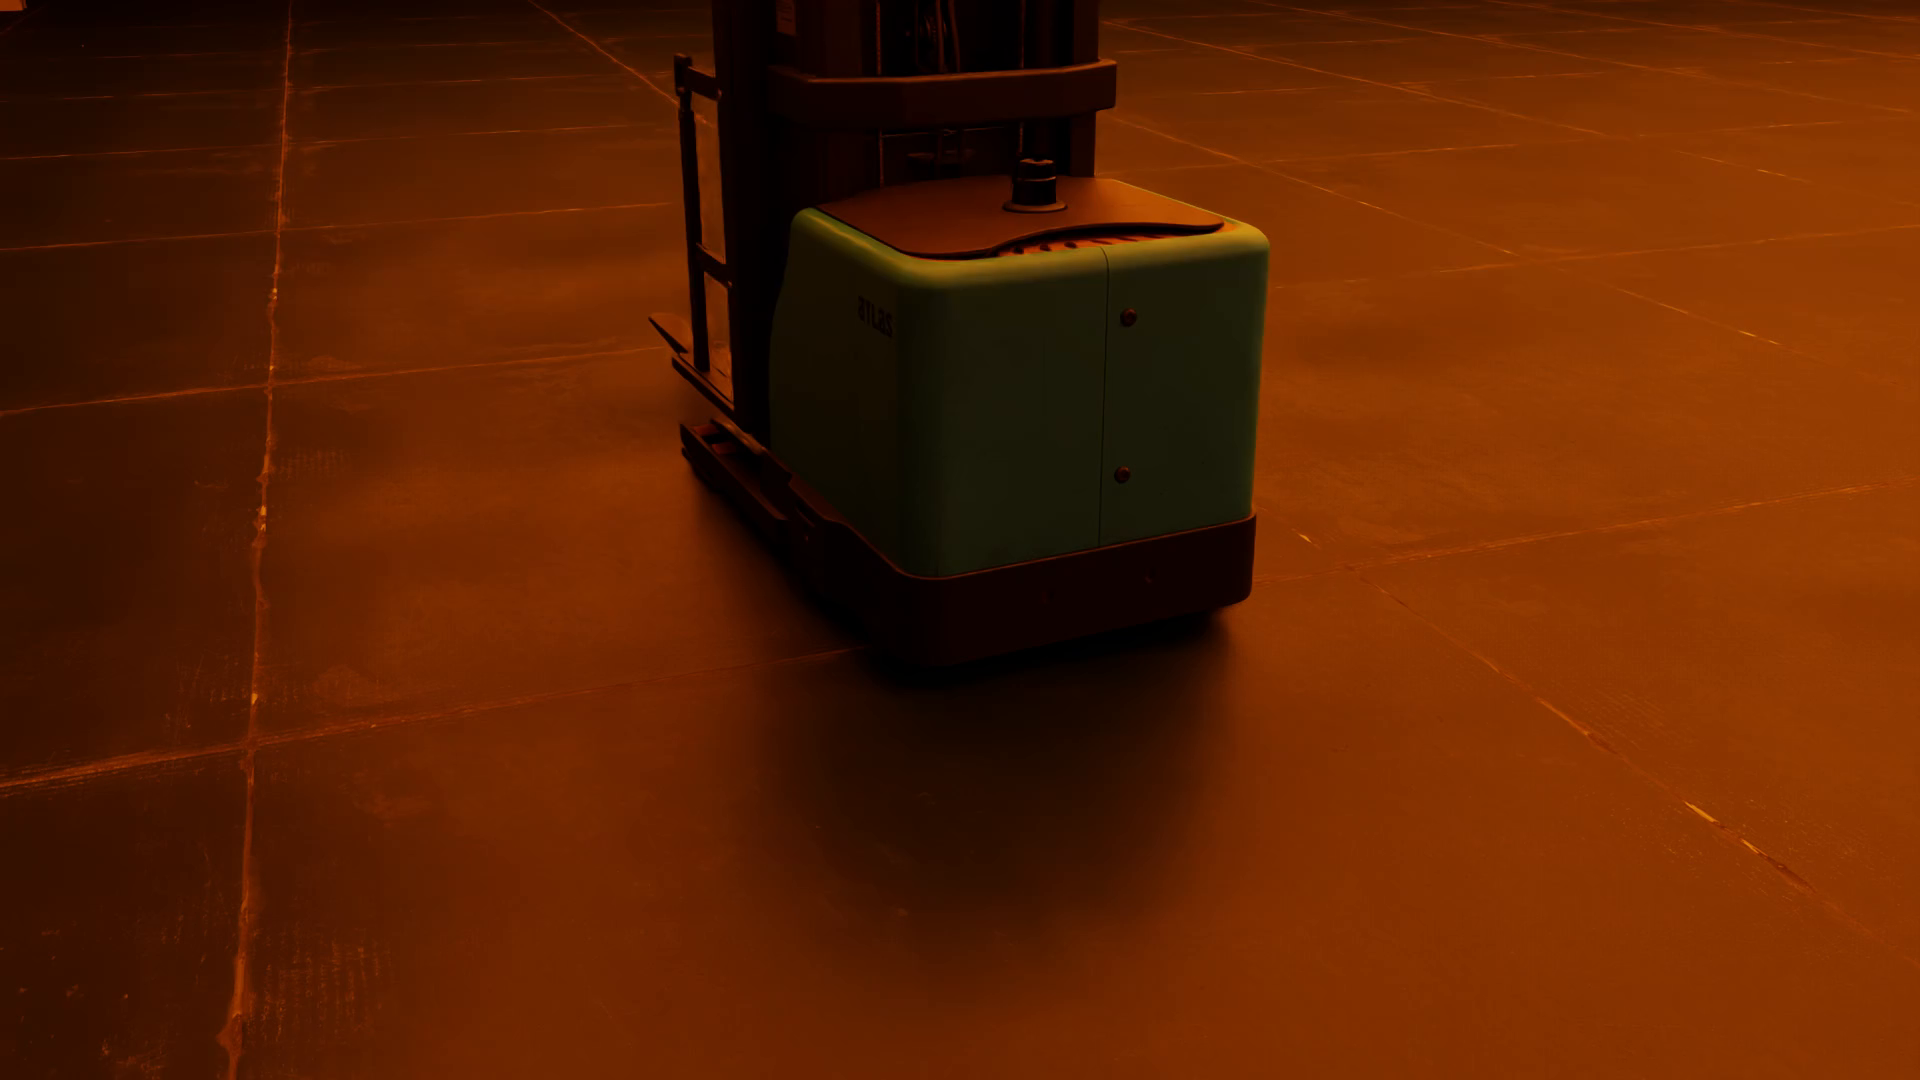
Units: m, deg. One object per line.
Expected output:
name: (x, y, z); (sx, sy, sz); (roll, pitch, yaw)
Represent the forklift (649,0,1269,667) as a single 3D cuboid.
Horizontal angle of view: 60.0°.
forklift: (-0.290, -1.572, 5.037); (1.130, 2.935, 3.031); (-10, 25, -23)
